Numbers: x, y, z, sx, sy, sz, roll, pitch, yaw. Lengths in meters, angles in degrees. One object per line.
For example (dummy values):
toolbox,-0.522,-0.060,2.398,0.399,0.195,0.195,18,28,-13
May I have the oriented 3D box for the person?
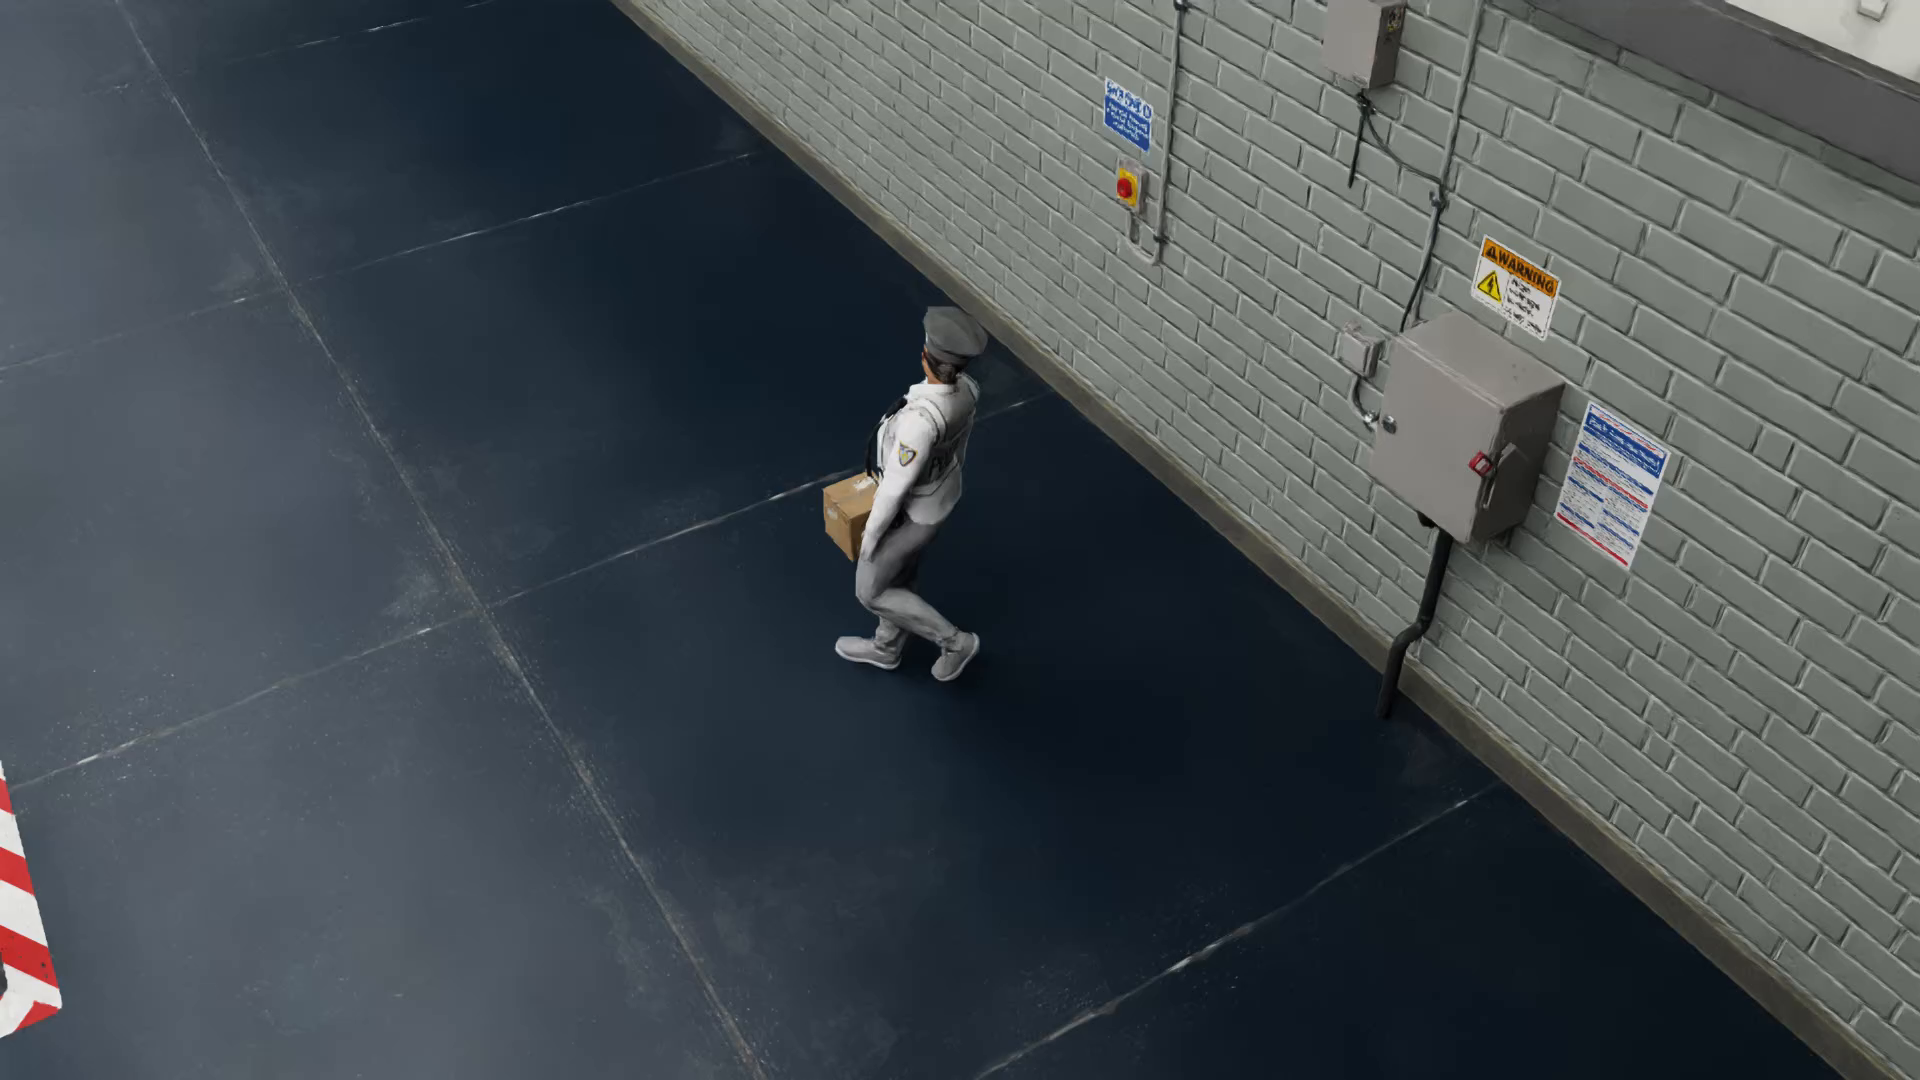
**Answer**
person,-0.185,-0.133,6.318,0.643,1.641,0.544,17,44,18
